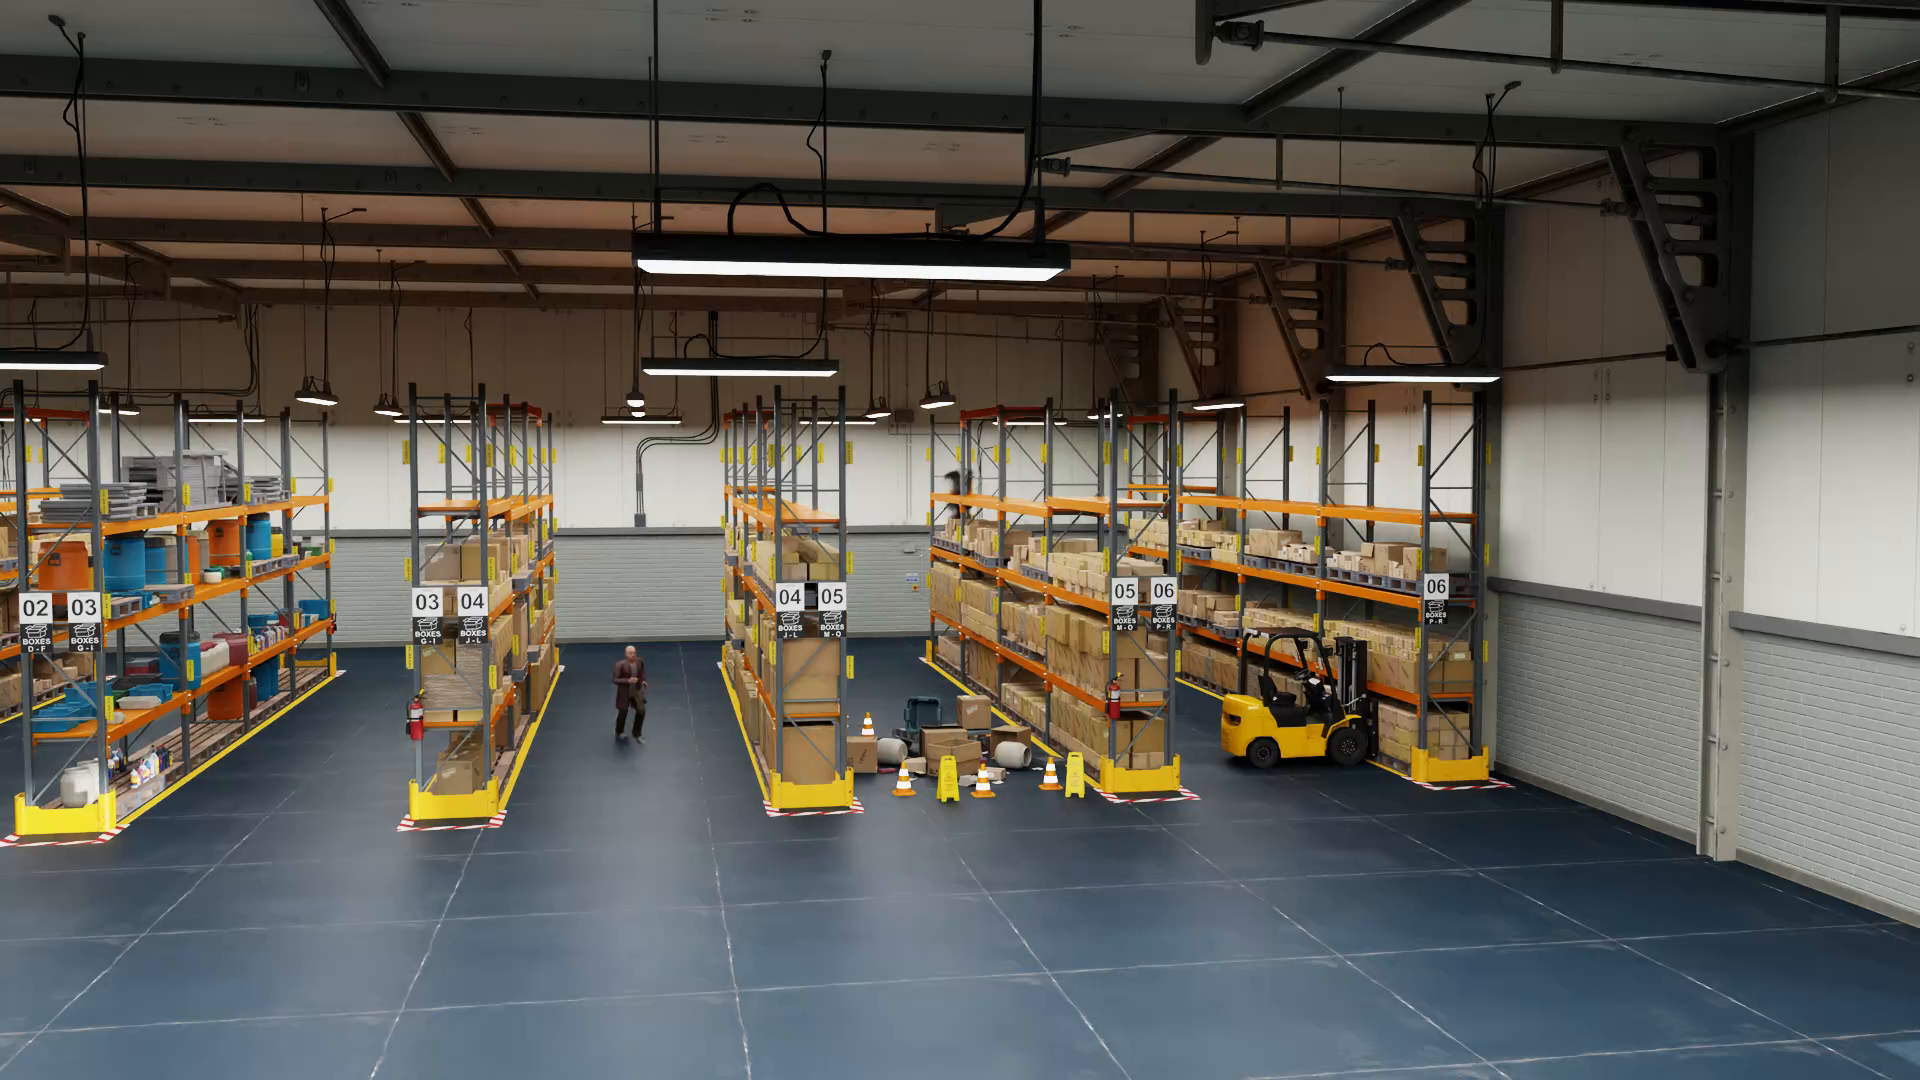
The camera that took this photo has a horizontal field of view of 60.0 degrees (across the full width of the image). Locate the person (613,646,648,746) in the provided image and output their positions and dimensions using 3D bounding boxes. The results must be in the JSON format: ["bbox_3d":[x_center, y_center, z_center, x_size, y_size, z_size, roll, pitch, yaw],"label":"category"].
[{"bbox_3d":[-5.726,2.687,28.832,0.698,1.744,1.047,-2,3,-29],"label":"person"}]
